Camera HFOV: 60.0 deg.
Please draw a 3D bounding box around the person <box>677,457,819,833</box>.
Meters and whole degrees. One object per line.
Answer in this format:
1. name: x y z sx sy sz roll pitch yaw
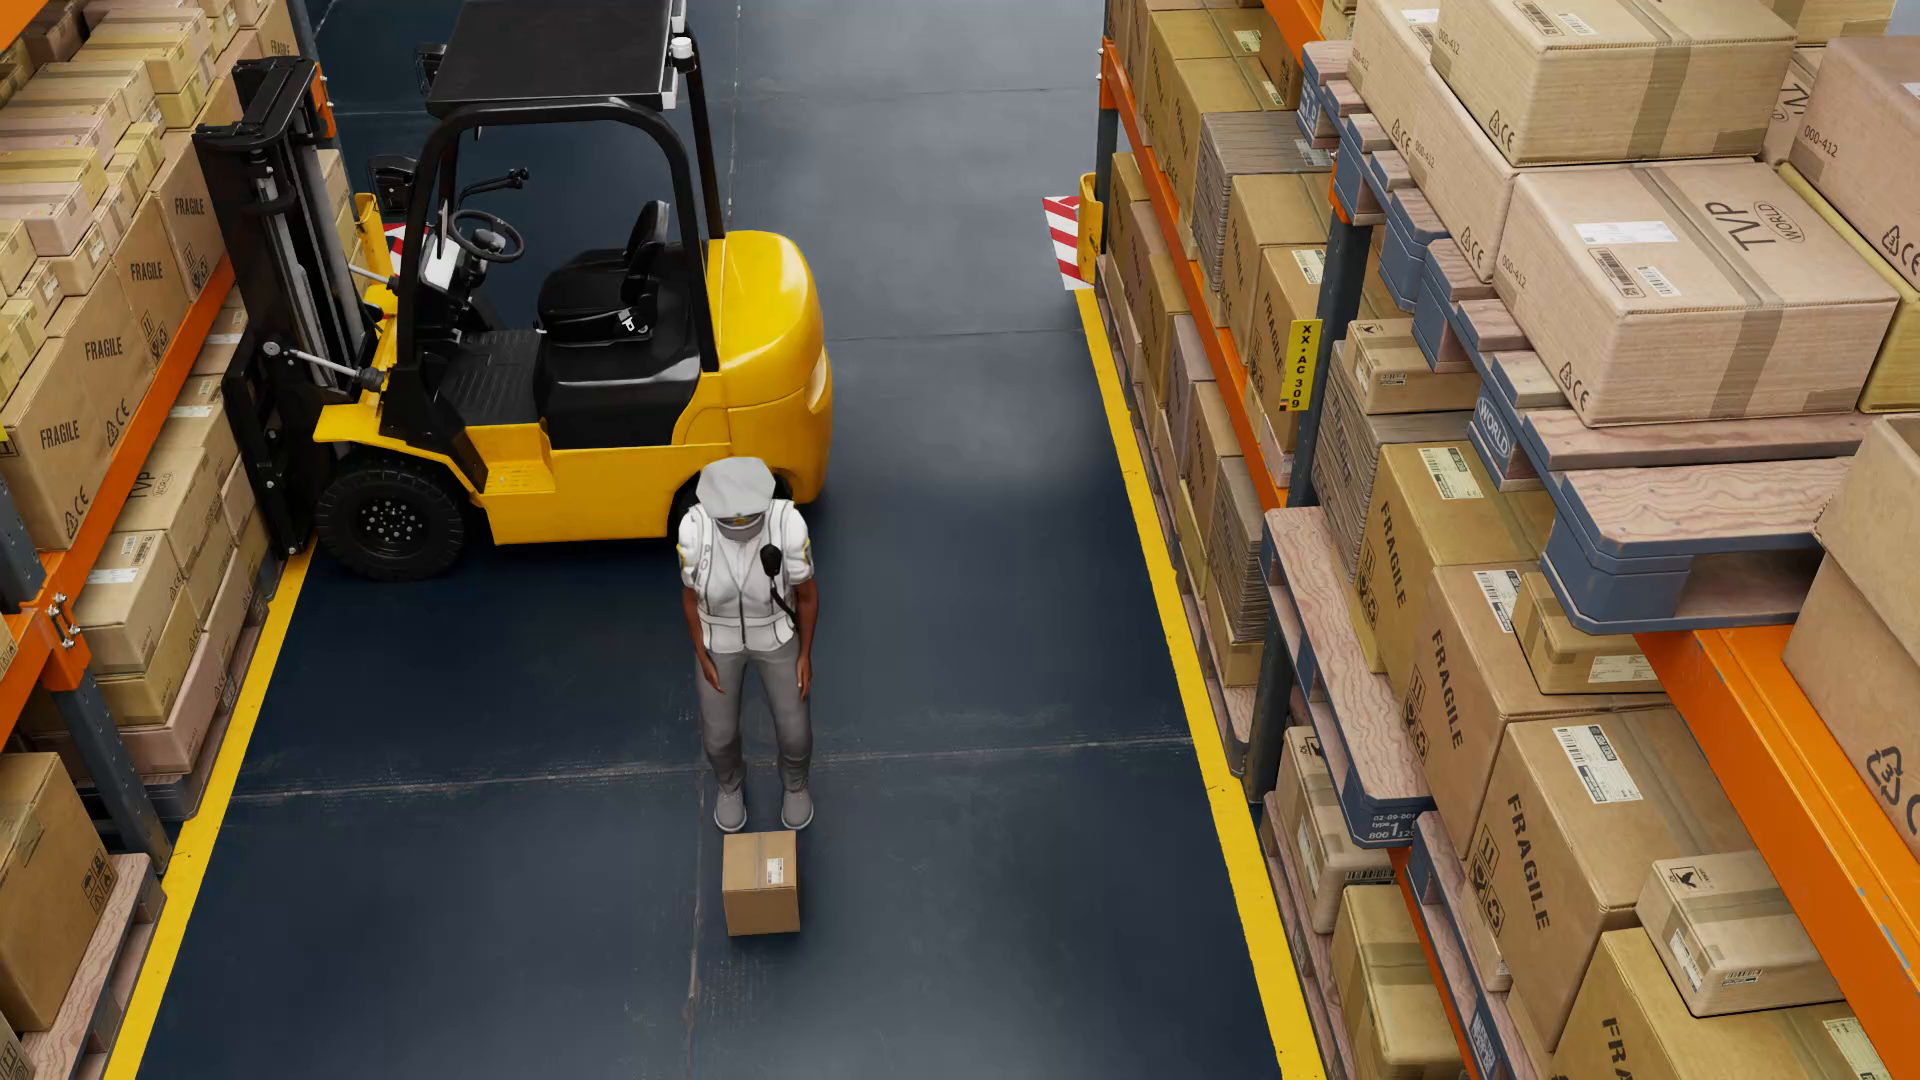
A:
1. person: -0.706 0.370 5.745 0.457 1.624 0.442 -2 39 -3
